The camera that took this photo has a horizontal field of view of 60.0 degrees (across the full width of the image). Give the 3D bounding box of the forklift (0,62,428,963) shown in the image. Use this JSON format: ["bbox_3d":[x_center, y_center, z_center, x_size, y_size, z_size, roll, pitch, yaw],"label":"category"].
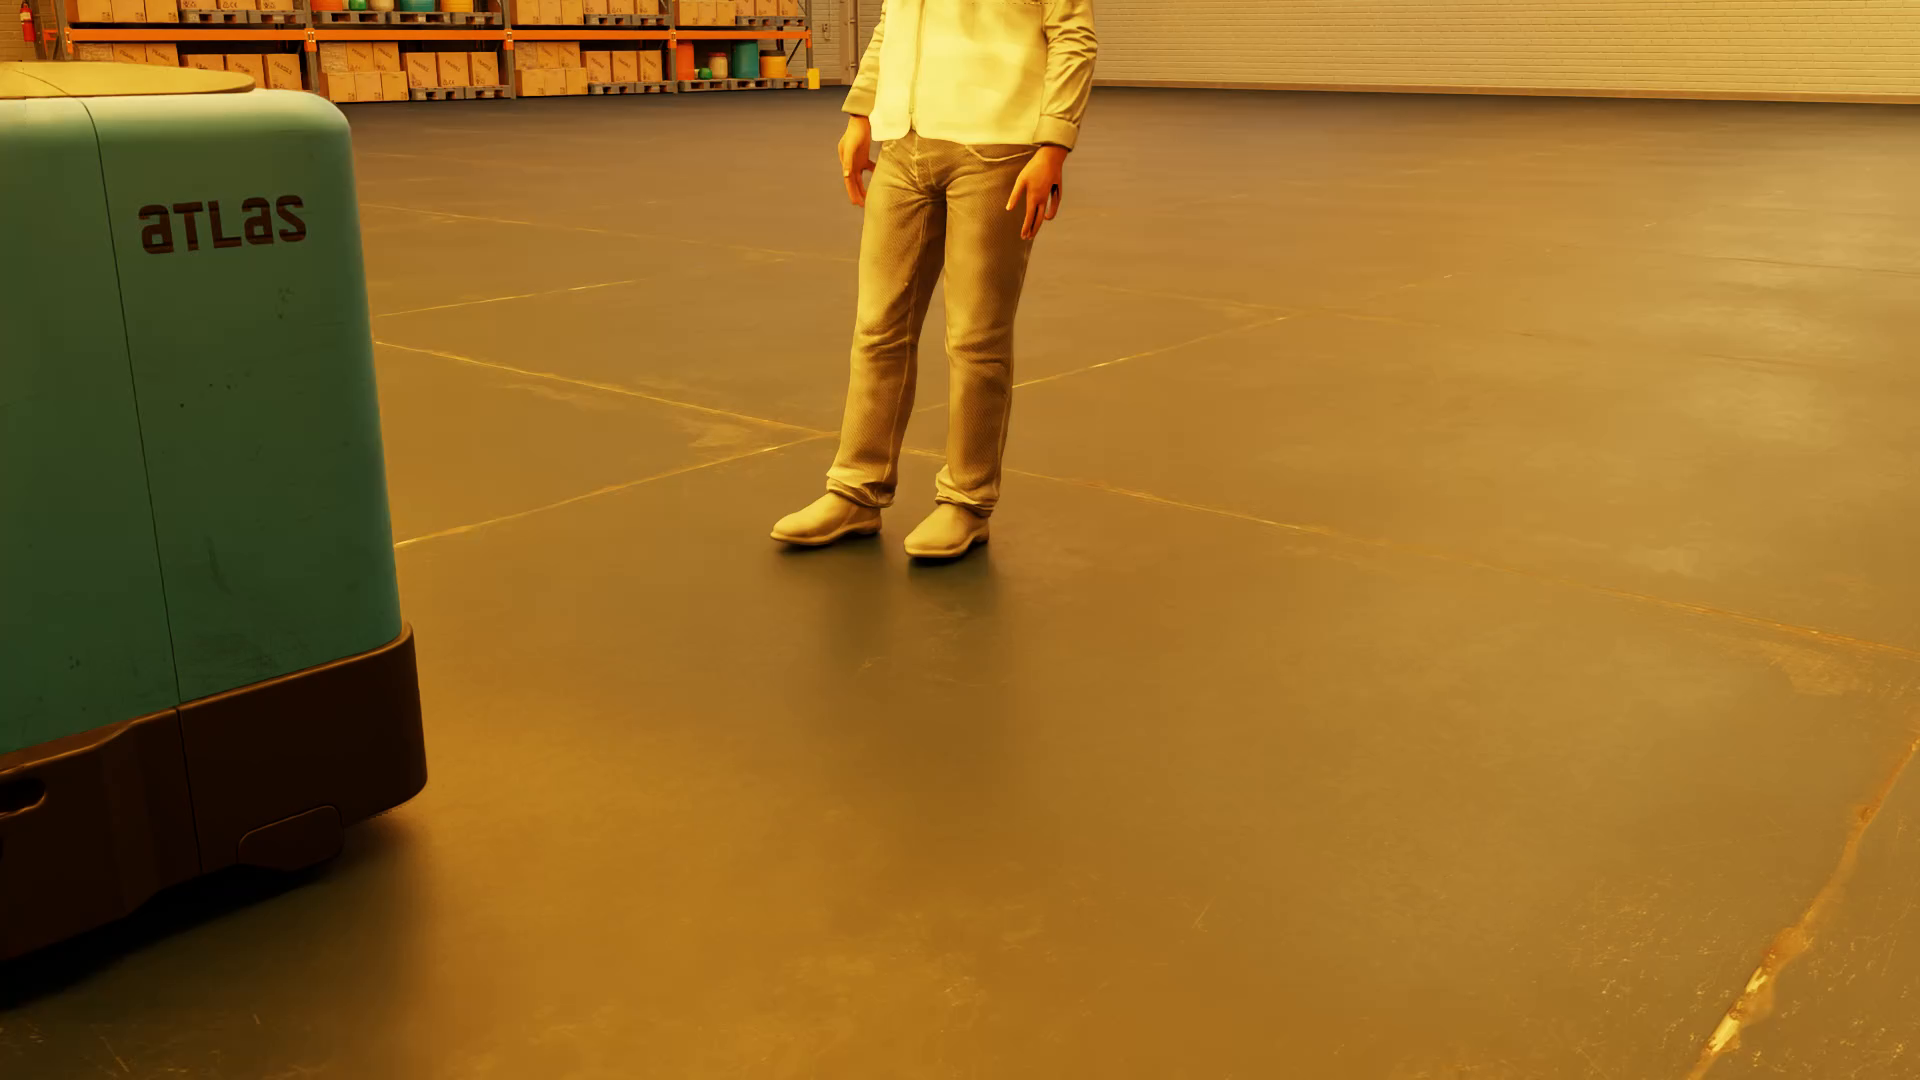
[{"bbox_3d":[-2.163,-0.744,1.349,1.130,2.935,3.031,15,22,40],"label":"forklift"}]

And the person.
[{"bbox_3d":[-0.046,-0.843,3.640,0.633,1.775,0.566,13,21,37],"label":"person"}]
